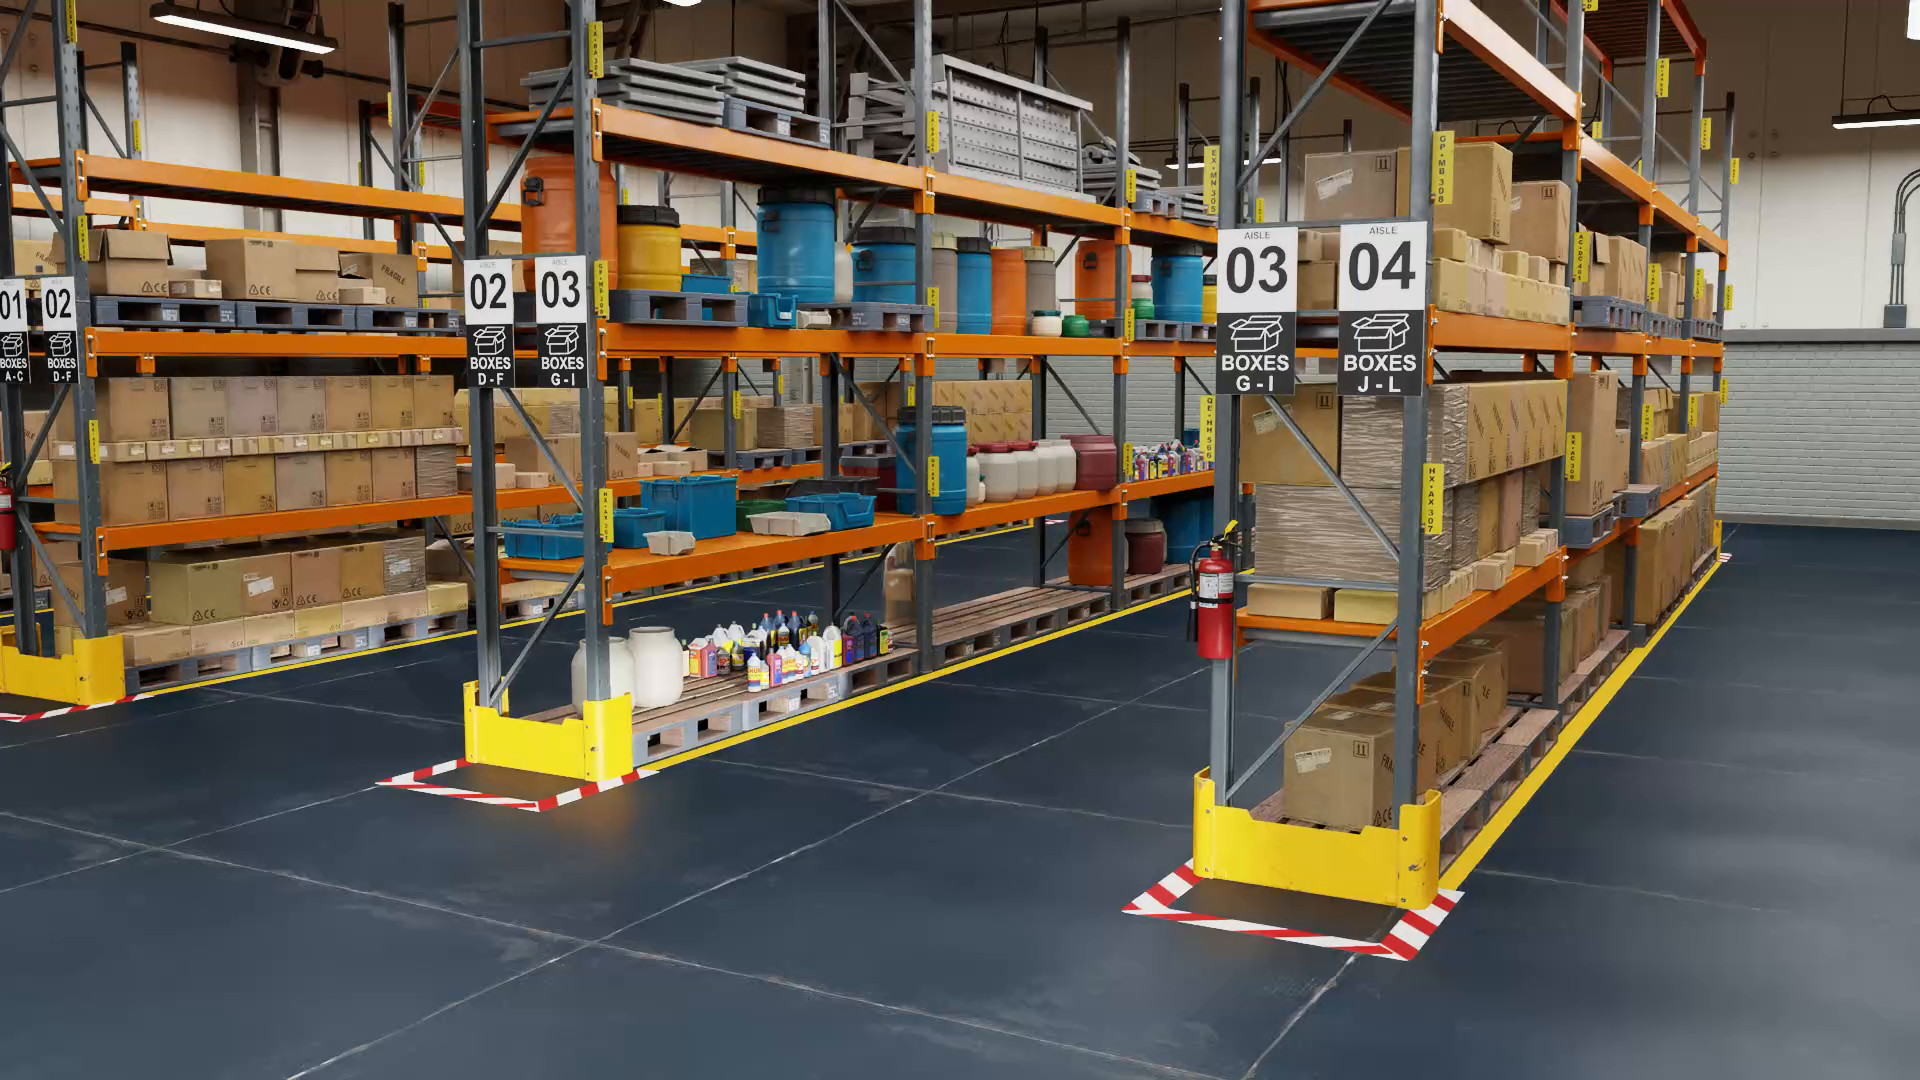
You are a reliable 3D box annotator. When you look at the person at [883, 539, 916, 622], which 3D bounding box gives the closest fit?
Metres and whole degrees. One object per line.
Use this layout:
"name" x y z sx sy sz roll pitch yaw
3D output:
"person" -0.489 0.313 15.371 0.464 1.256 0.893 0 6 2
